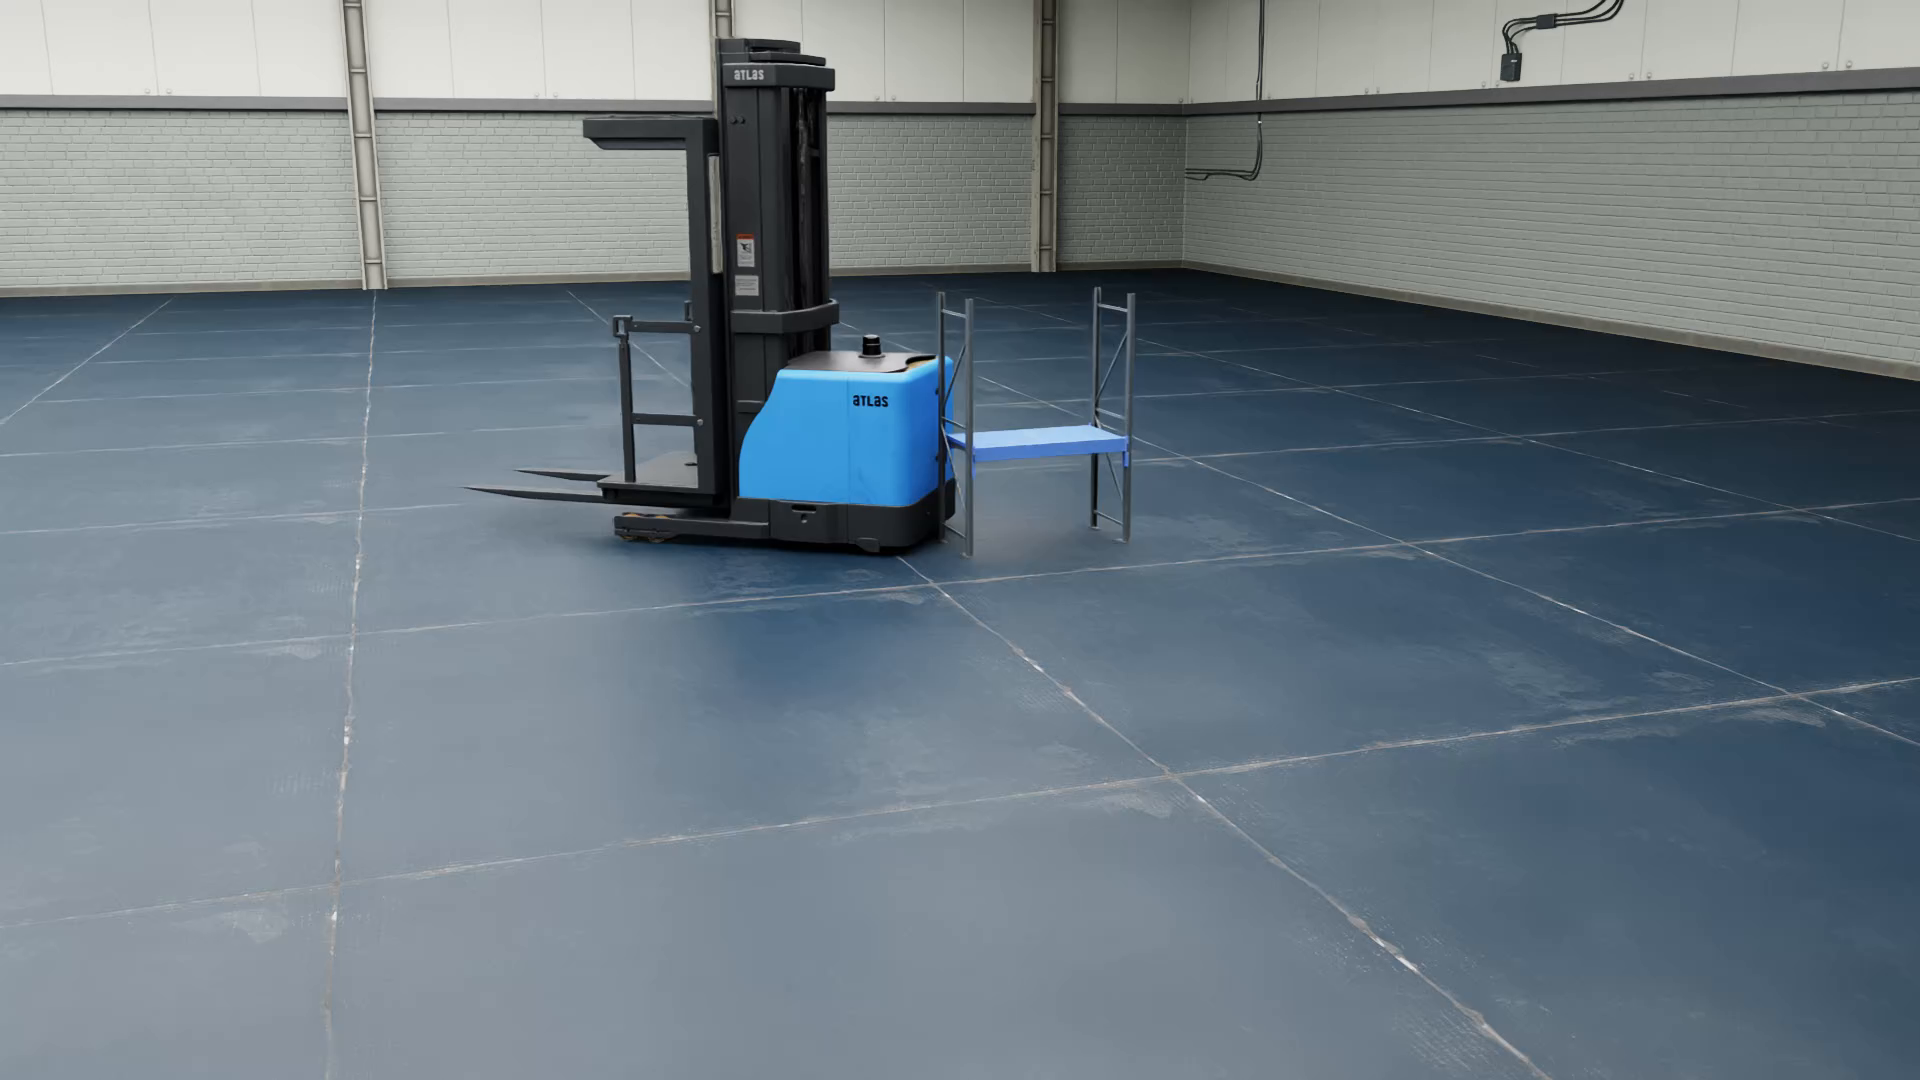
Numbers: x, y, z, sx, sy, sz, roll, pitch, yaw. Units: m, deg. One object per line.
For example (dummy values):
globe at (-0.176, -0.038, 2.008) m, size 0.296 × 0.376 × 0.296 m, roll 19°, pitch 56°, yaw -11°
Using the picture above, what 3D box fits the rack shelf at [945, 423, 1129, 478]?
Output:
rack shelf at (0.447, -0.543, 9.960) m, size 1.000 × 0.185 × 0.538 m, roll -5°, pitch 14°, yaw -20°

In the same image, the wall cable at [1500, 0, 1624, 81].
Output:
wall cable at (7.809, -8.974, 21.075) m, size 0.169 × 6.003 × 2.305 m, roll -4°, pitch 14°, yaw -18°

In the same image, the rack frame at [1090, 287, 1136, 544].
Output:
rack frame at (0.922, -0.760, 10.096) m, size 0.032 × 1.500 × 0.500 m, roll -5°, pitch 14°, yaw -20°

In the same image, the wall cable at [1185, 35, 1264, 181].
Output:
wall cable at (4.796, -7.892, 30.586) m, size 0.112 × 2.526 × 3.097 m, roll -4°, pitch 14°, yaw -18°

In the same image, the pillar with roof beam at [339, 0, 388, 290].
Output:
pillar with roof beam at (-8.418, -7.645, 22.839) m, size 0.400 × 9.000 × 9.100 m, roll -4°, pitch 14°, yaw -18°

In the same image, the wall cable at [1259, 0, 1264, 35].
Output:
wall cable at (5.659, -9.756, 27.507) m, size 0.112 × 2.526 × 3.097 m, roll -4°, pitch 14°, yaw -18°

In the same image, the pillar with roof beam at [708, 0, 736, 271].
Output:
pillar with roof beam at (-2.731, -8.088, 24.700) m, size 0.400 × 9.000 × 9.100 m, roll -4°, pitch 14°, yaw -18°

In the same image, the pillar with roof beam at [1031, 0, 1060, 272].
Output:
pillar with roof beam at (2.956, -8.531, 26.562) m, size 0.400 × 9.000 × 9.100 m, roll -4°, pitch 14°, yaw -18°

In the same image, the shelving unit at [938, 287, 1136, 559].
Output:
shelving unit at (0.447, -0.718, 9.918) m, size 1.048 × 1.500 × 0.538 m, roll -5°, pitch 14°, yaw -20°

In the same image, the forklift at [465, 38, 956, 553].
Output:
forklift at (-1.604, -1.521, 10.204) m, size 3.031 × 2.935 × 1.130 m, roll 4°, pitch 14°, yaw 15°

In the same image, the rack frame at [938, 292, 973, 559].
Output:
rack frame at (-0.027, -0.675, 9.741) m, size 0.032 × 1.500 × 0.500 m, roll -5°, pitch 14°, yaw -20°
